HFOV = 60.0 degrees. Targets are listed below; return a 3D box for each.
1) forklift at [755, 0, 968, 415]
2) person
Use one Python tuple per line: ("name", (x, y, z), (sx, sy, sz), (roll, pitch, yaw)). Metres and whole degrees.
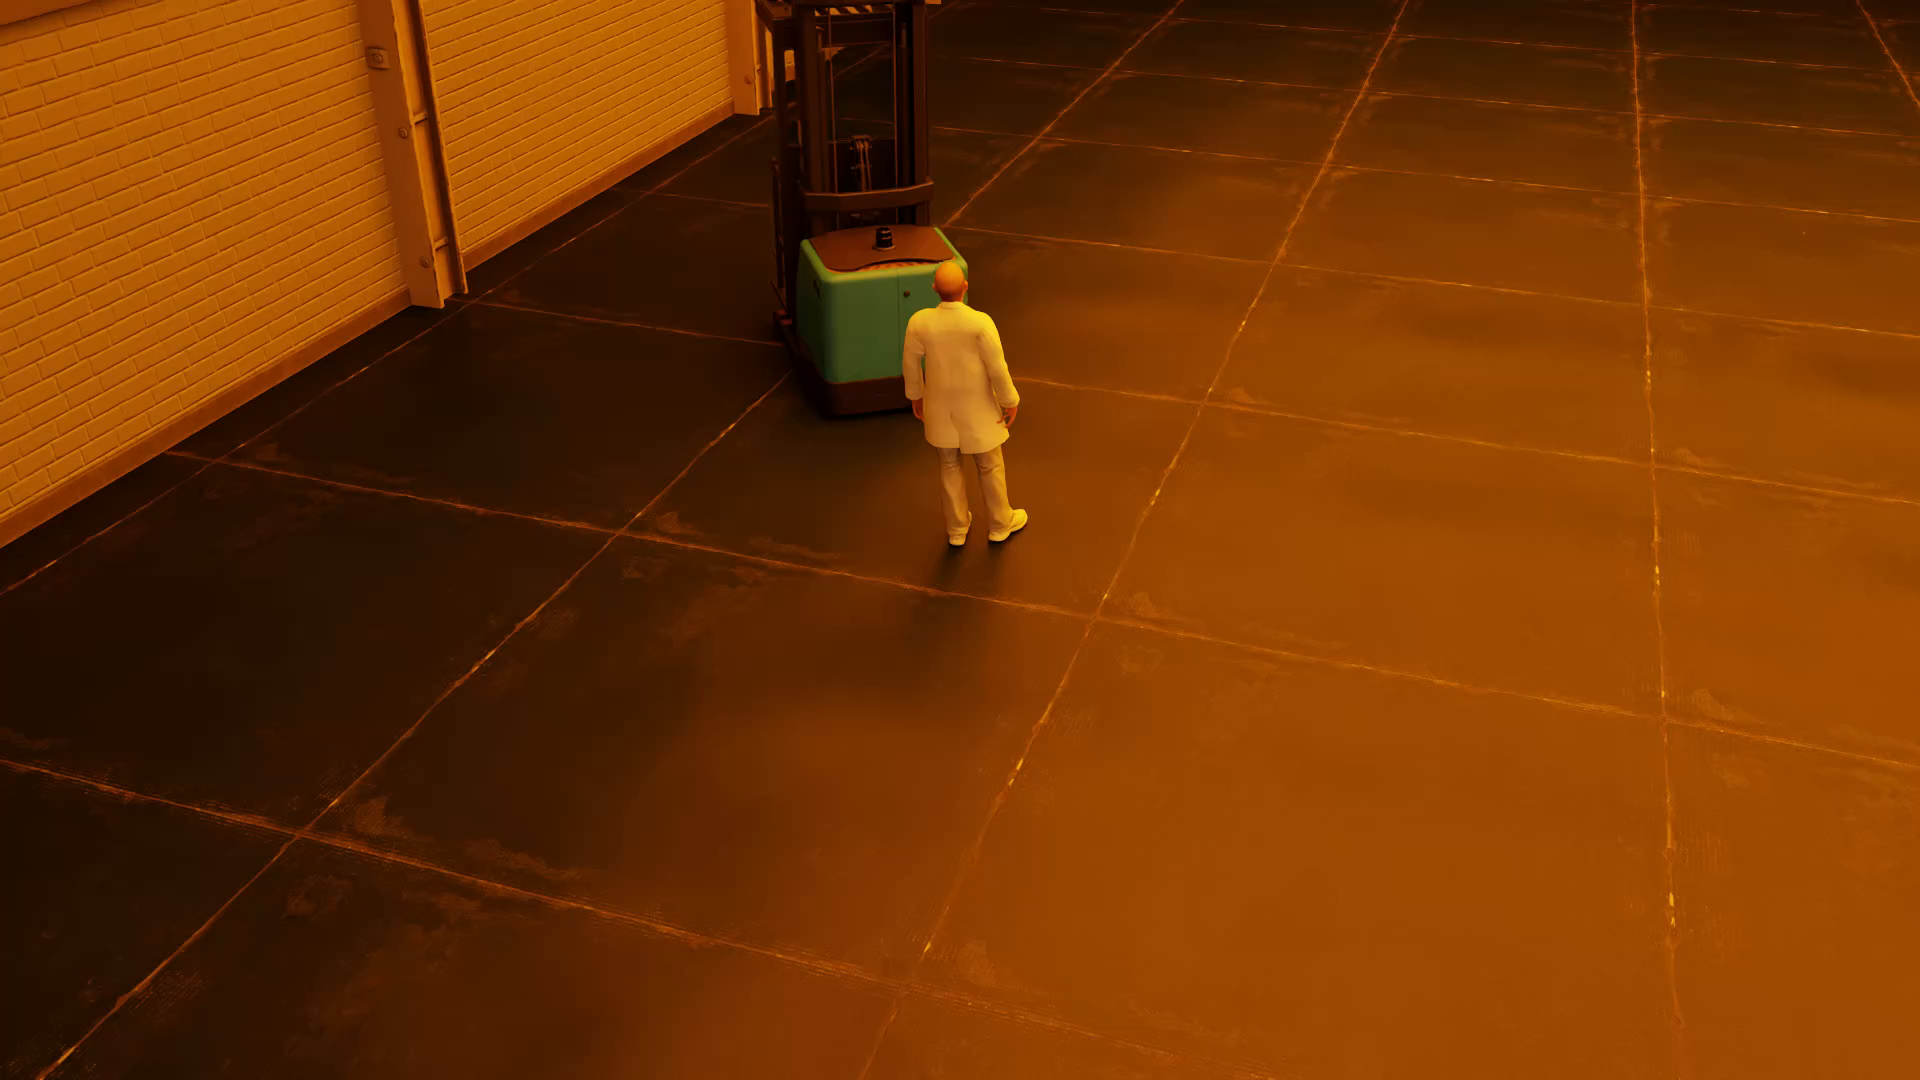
("forklift", (-0.827, -2.849, 12.134), (1.130, 2.935, 3.031), (-8, 31, -14))
("person", (0.033, -0.821, 9.727), (0.696, 1.777, 0.578), (10, 31, 16))
